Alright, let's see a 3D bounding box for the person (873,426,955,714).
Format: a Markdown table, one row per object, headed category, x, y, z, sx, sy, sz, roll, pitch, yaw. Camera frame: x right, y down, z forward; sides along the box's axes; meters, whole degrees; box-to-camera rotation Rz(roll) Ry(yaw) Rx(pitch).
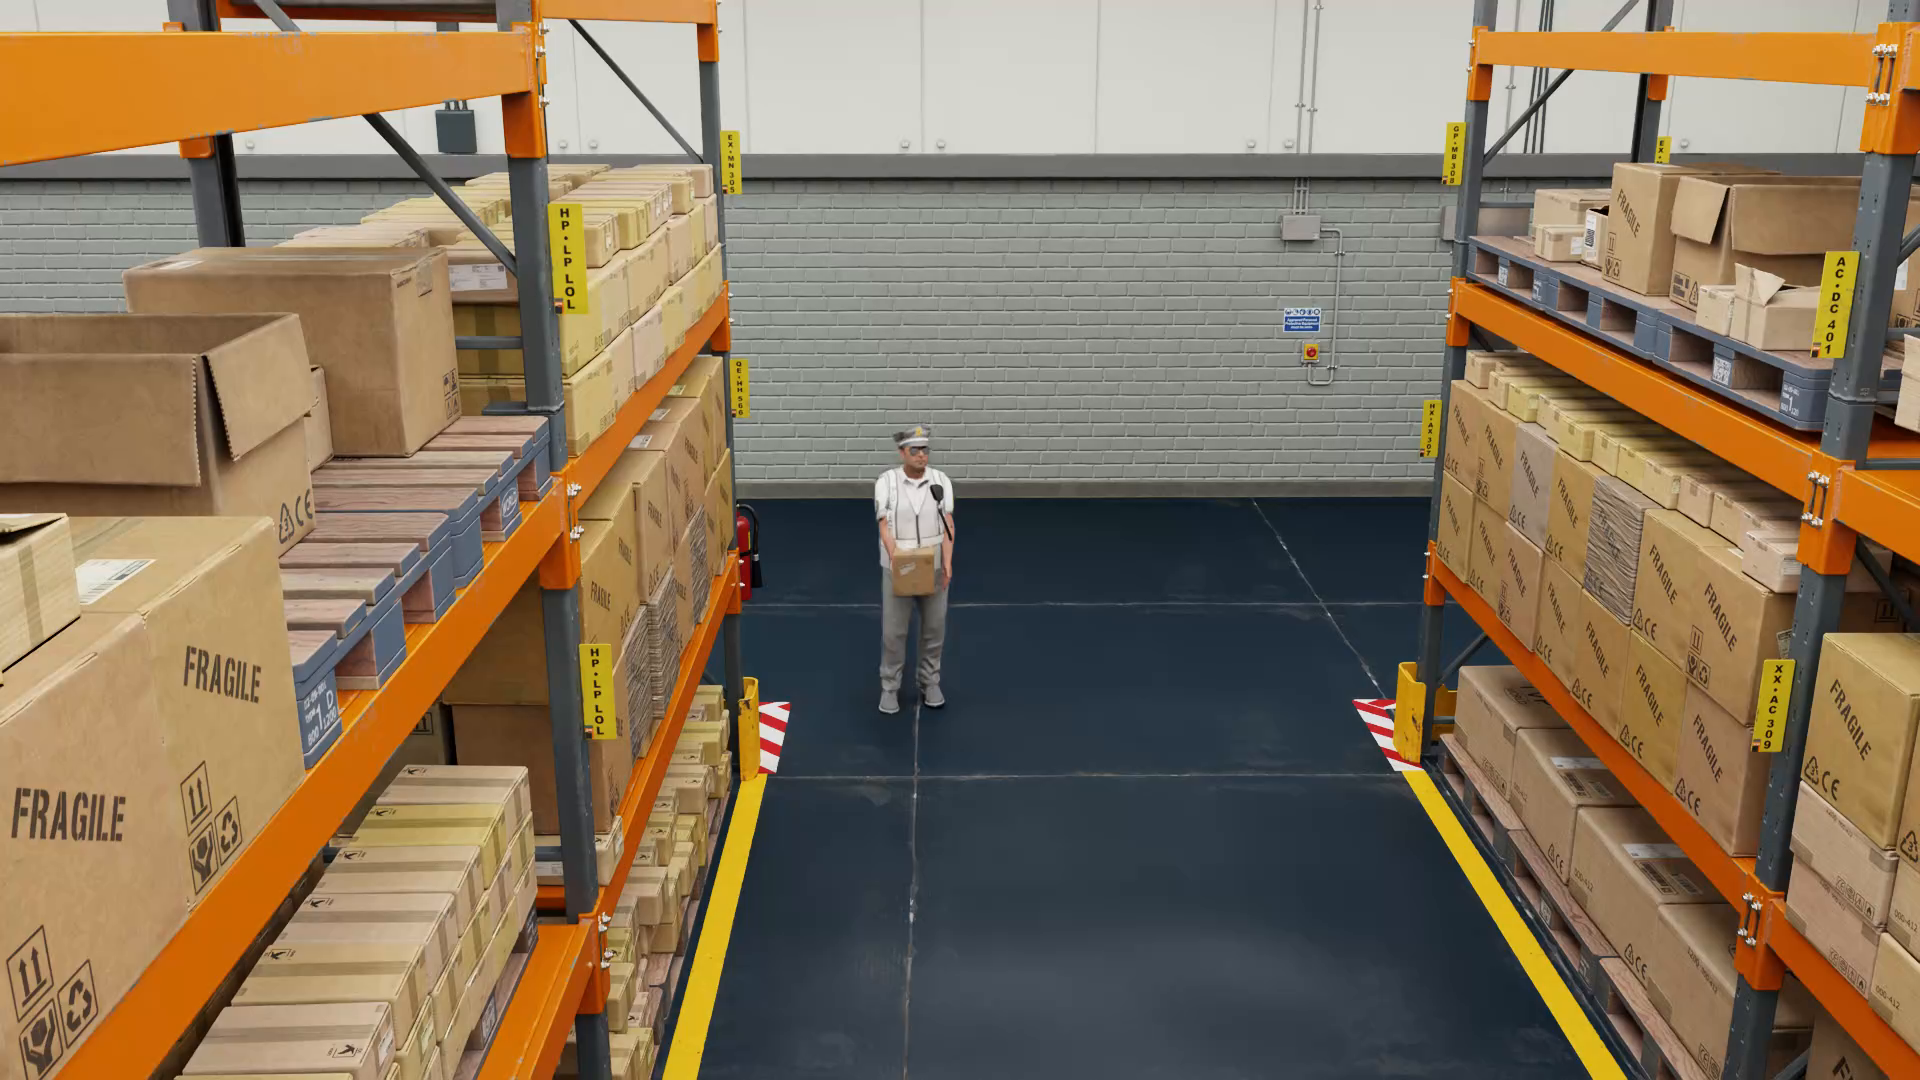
| category | x | y | z | sx | sy | sz | roll | pitch | yaw |
| --- | --- | --- | --- | --- | --- | --- | --- | --- | --- |
| person | -0.279 | 0.178 | 10.395 | 0.548 | 1.780 | 0.546 | -5 | 18 | -16 |
